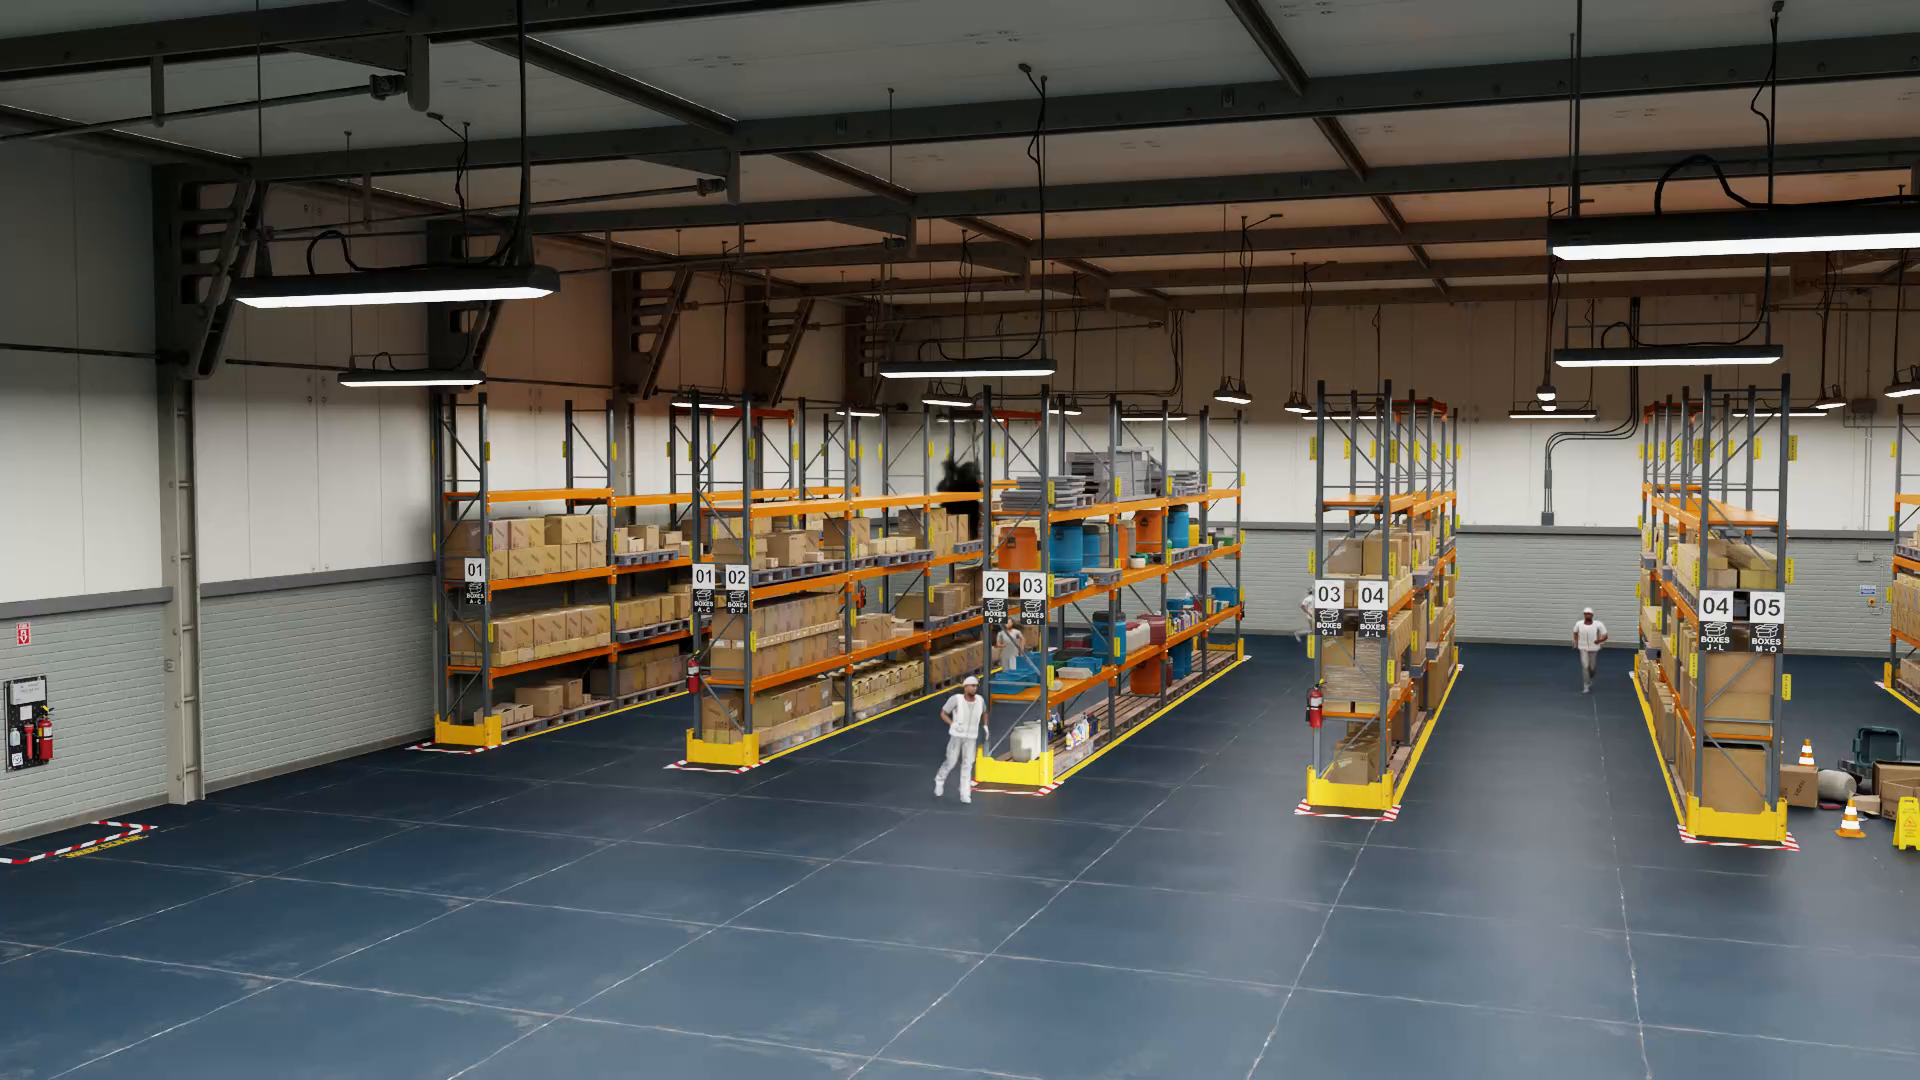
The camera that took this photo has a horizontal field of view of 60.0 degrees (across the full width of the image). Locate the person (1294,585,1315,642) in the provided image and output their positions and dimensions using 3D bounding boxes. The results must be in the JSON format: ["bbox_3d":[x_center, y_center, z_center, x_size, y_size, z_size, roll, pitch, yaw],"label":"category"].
[{"bbox_3d":[8.852,1.968,41.784,0.991,1.693,0.553,2,4,35],"label":"person"}]

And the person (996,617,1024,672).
[{"bbox_3d":[1.001,2.386,33.429,0.529,1.700,0.722,1,3,10],"label":"person"}]

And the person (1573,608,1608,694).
[{"bbox_3d":[13.107,2.288,34.612,0.689,1.767,0.852,1,3,25],"label":"person"}]

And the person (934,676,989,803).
[{"bbox_3d":[0.094,2.827,23.805,0.747,1.758,0.941,-1,3,-21],"label":"person"}]
